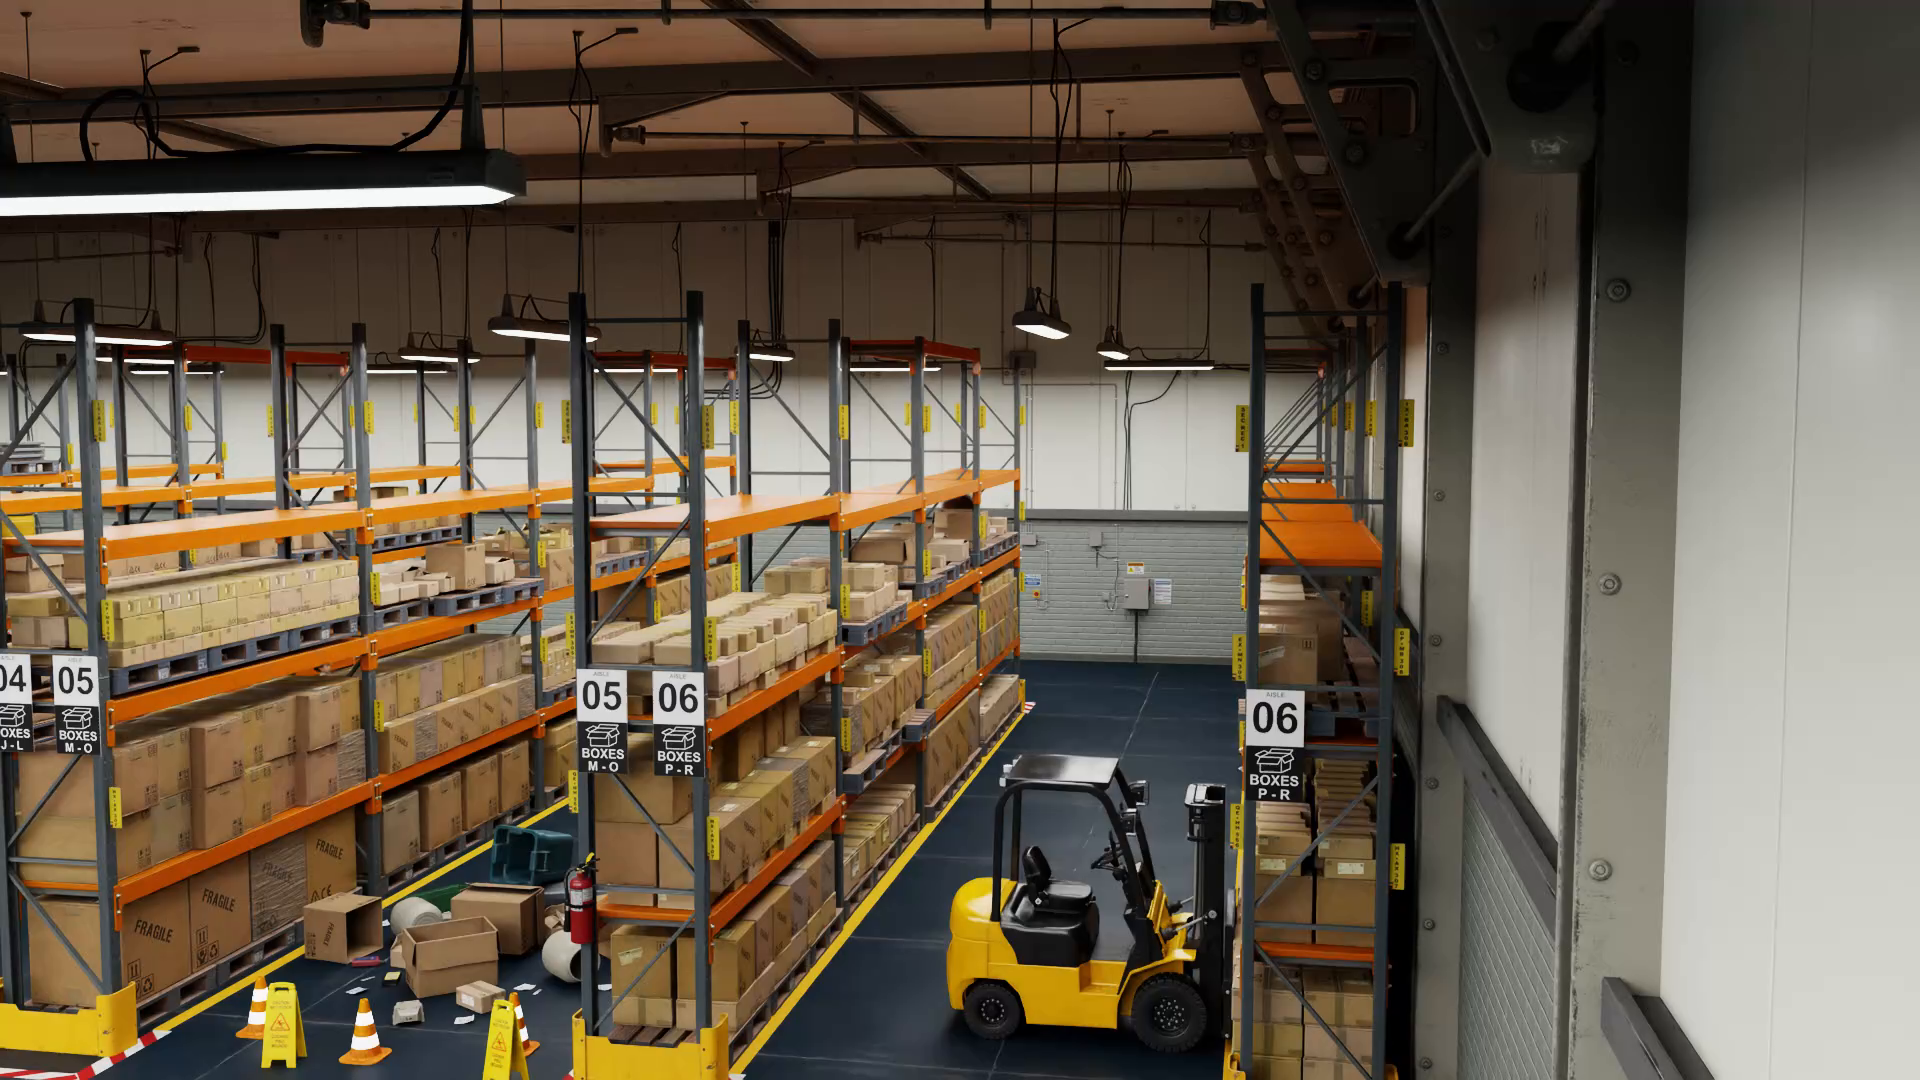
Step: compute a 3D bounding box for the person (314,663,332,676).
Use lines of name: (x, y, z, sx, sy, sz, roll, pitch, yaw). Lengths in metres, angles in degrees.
person: (-8.815, 2.446, 23.270, 0.513, 1.670, 0.435, 4, 6, 44)
